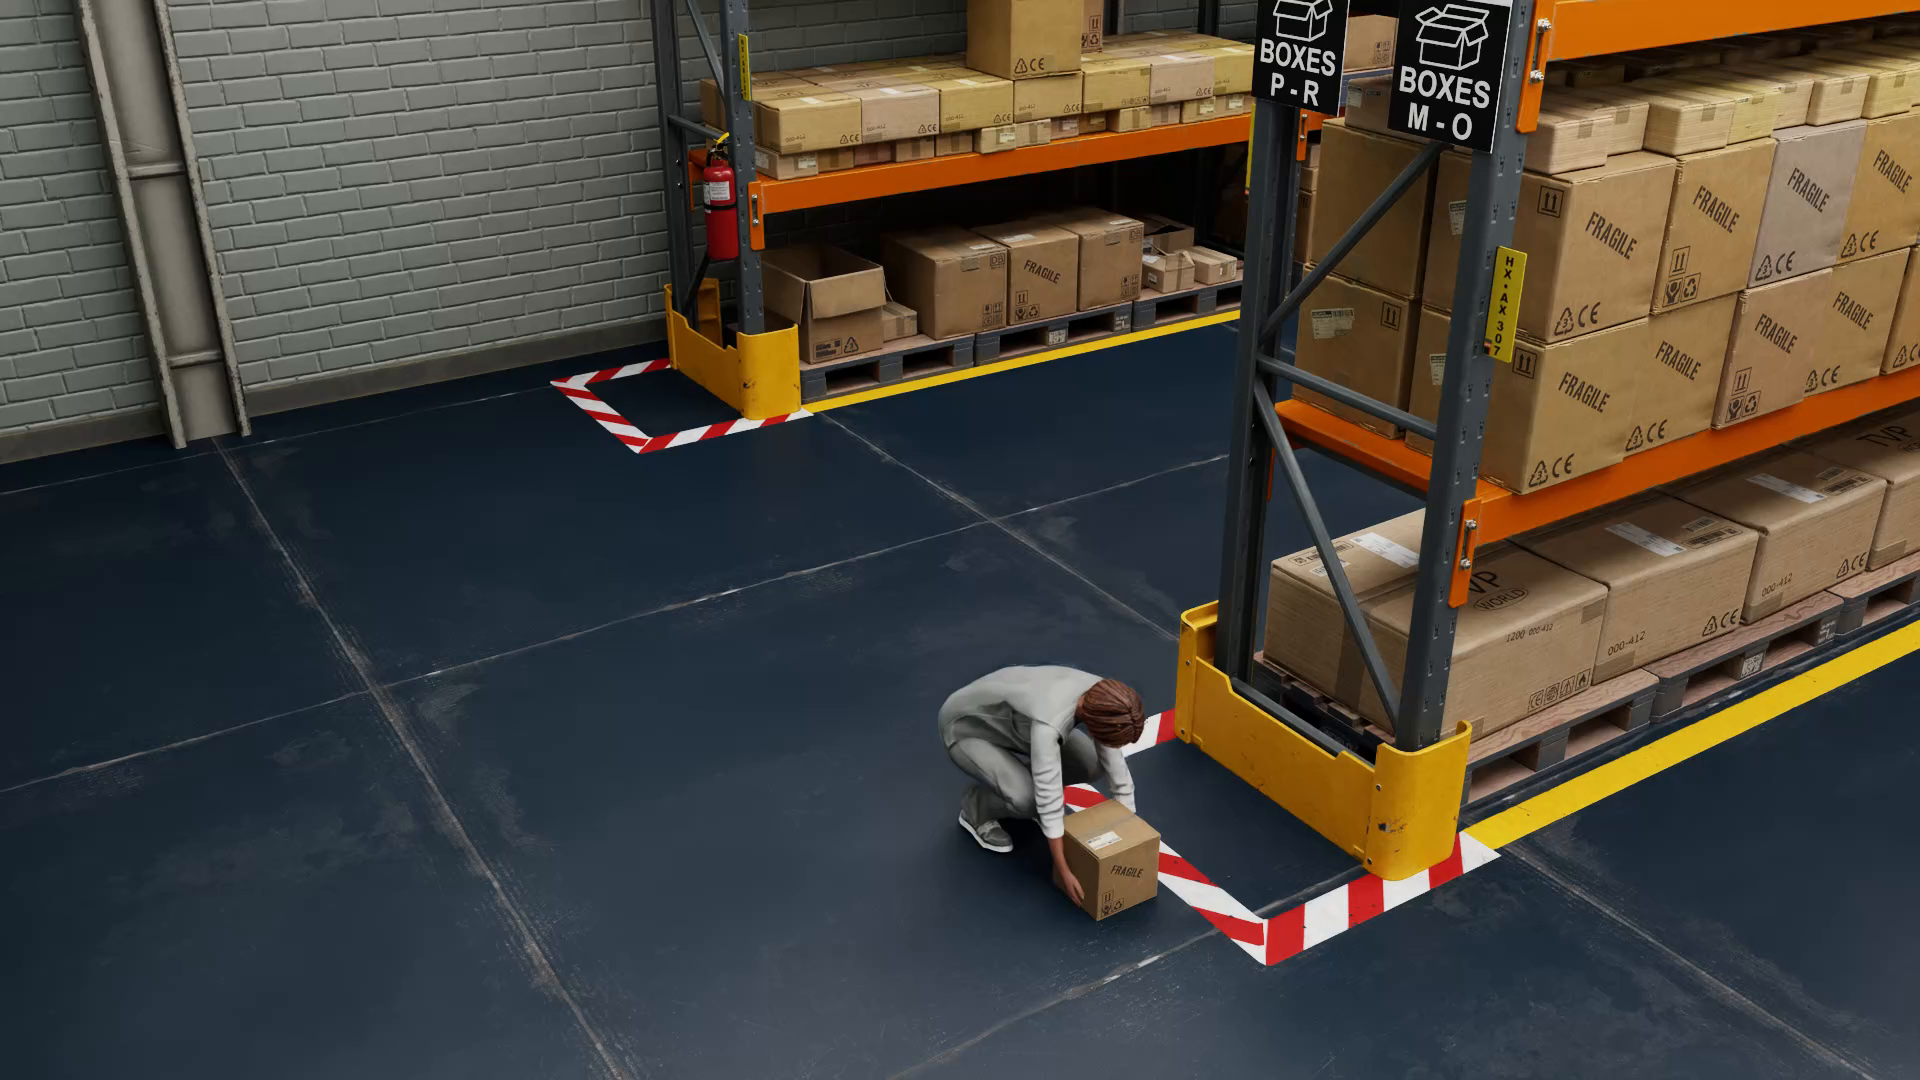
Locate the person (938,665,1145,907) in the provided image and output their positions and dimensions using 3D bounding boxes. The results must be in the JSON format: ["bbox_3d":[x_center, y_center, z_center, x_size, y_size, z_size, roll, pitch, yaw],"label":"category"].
[{"bbox_3d":[0.271,0.722,5.613,0.436,0.768,0.815,-20,32,-35],"label":"person"}]
